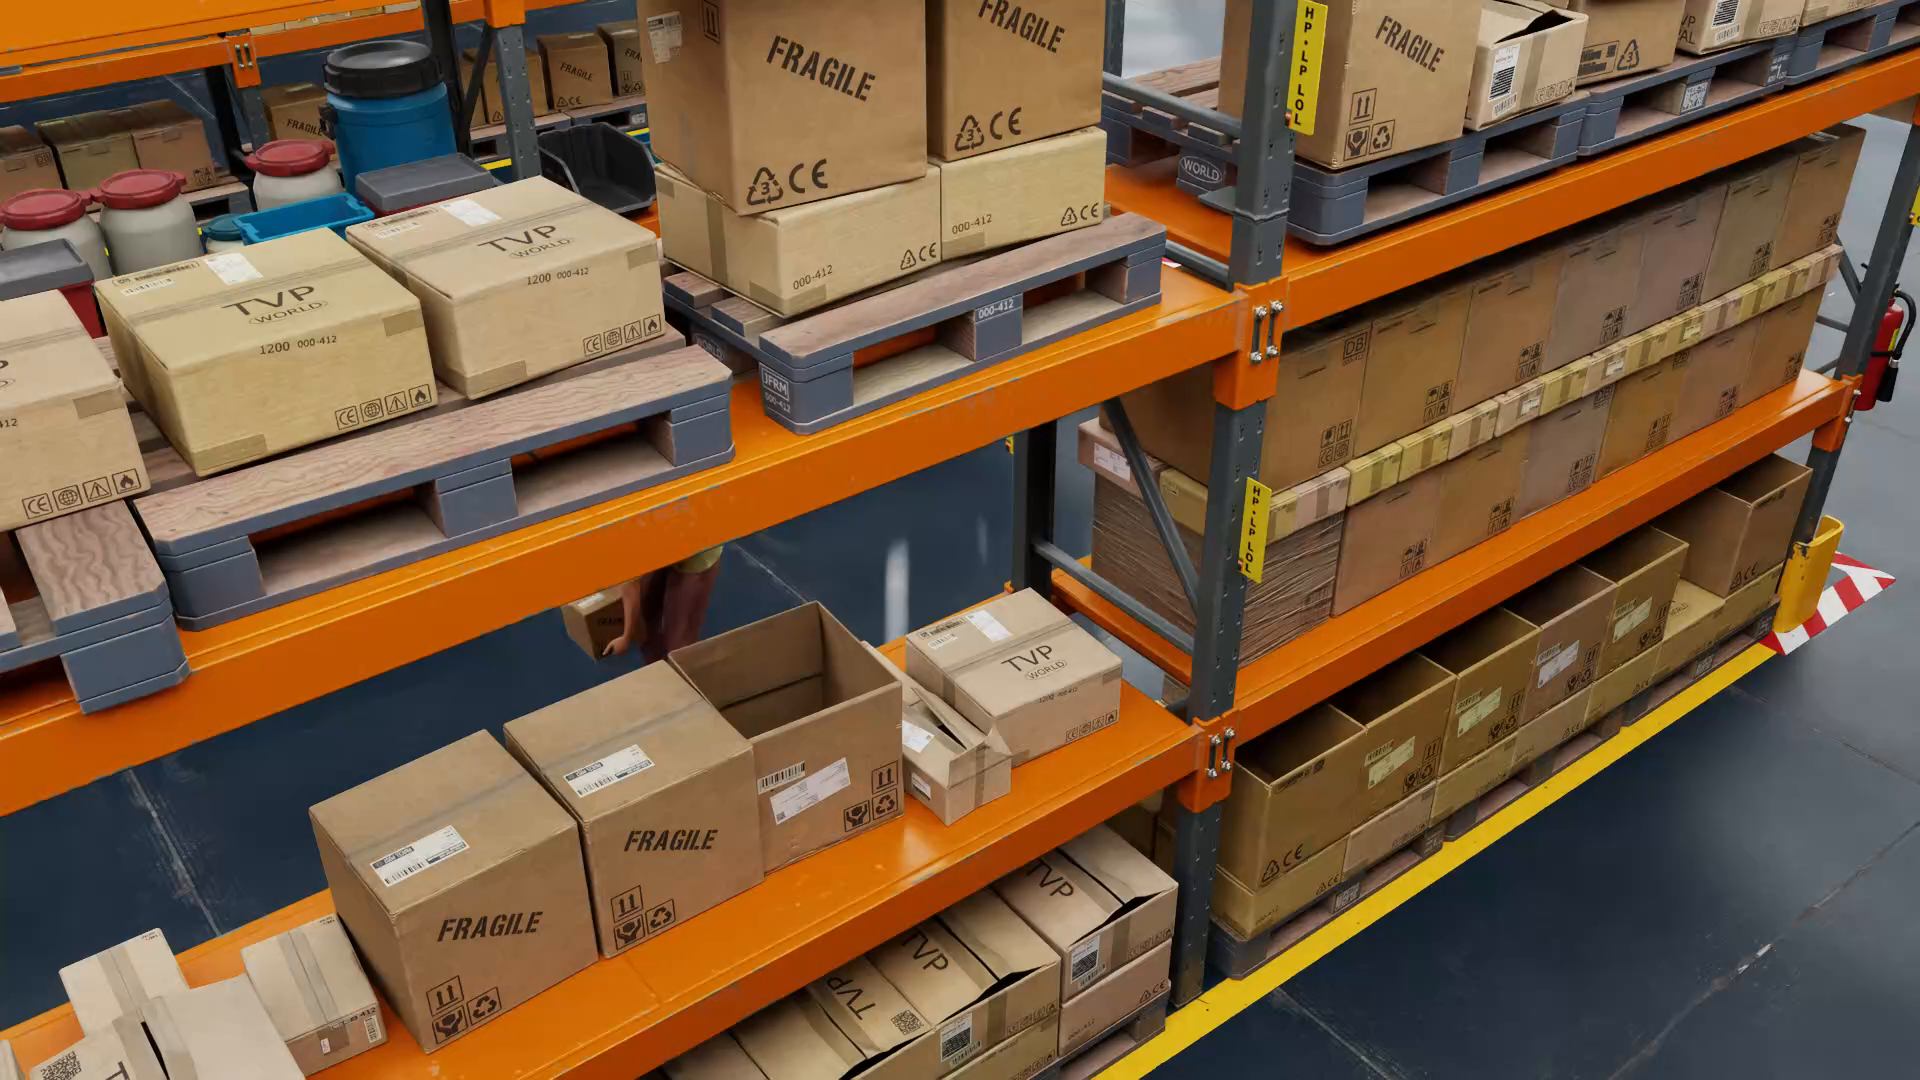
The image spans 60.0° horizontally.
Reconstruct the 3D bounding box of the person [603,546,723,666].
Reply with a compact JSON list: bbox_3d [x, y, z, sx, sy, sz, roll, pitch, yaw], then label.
[{"bbox_3d":[-1.357,0.253,7.006,0.760,1.394,0.407,-24,39,-32],"label":"person"}]
